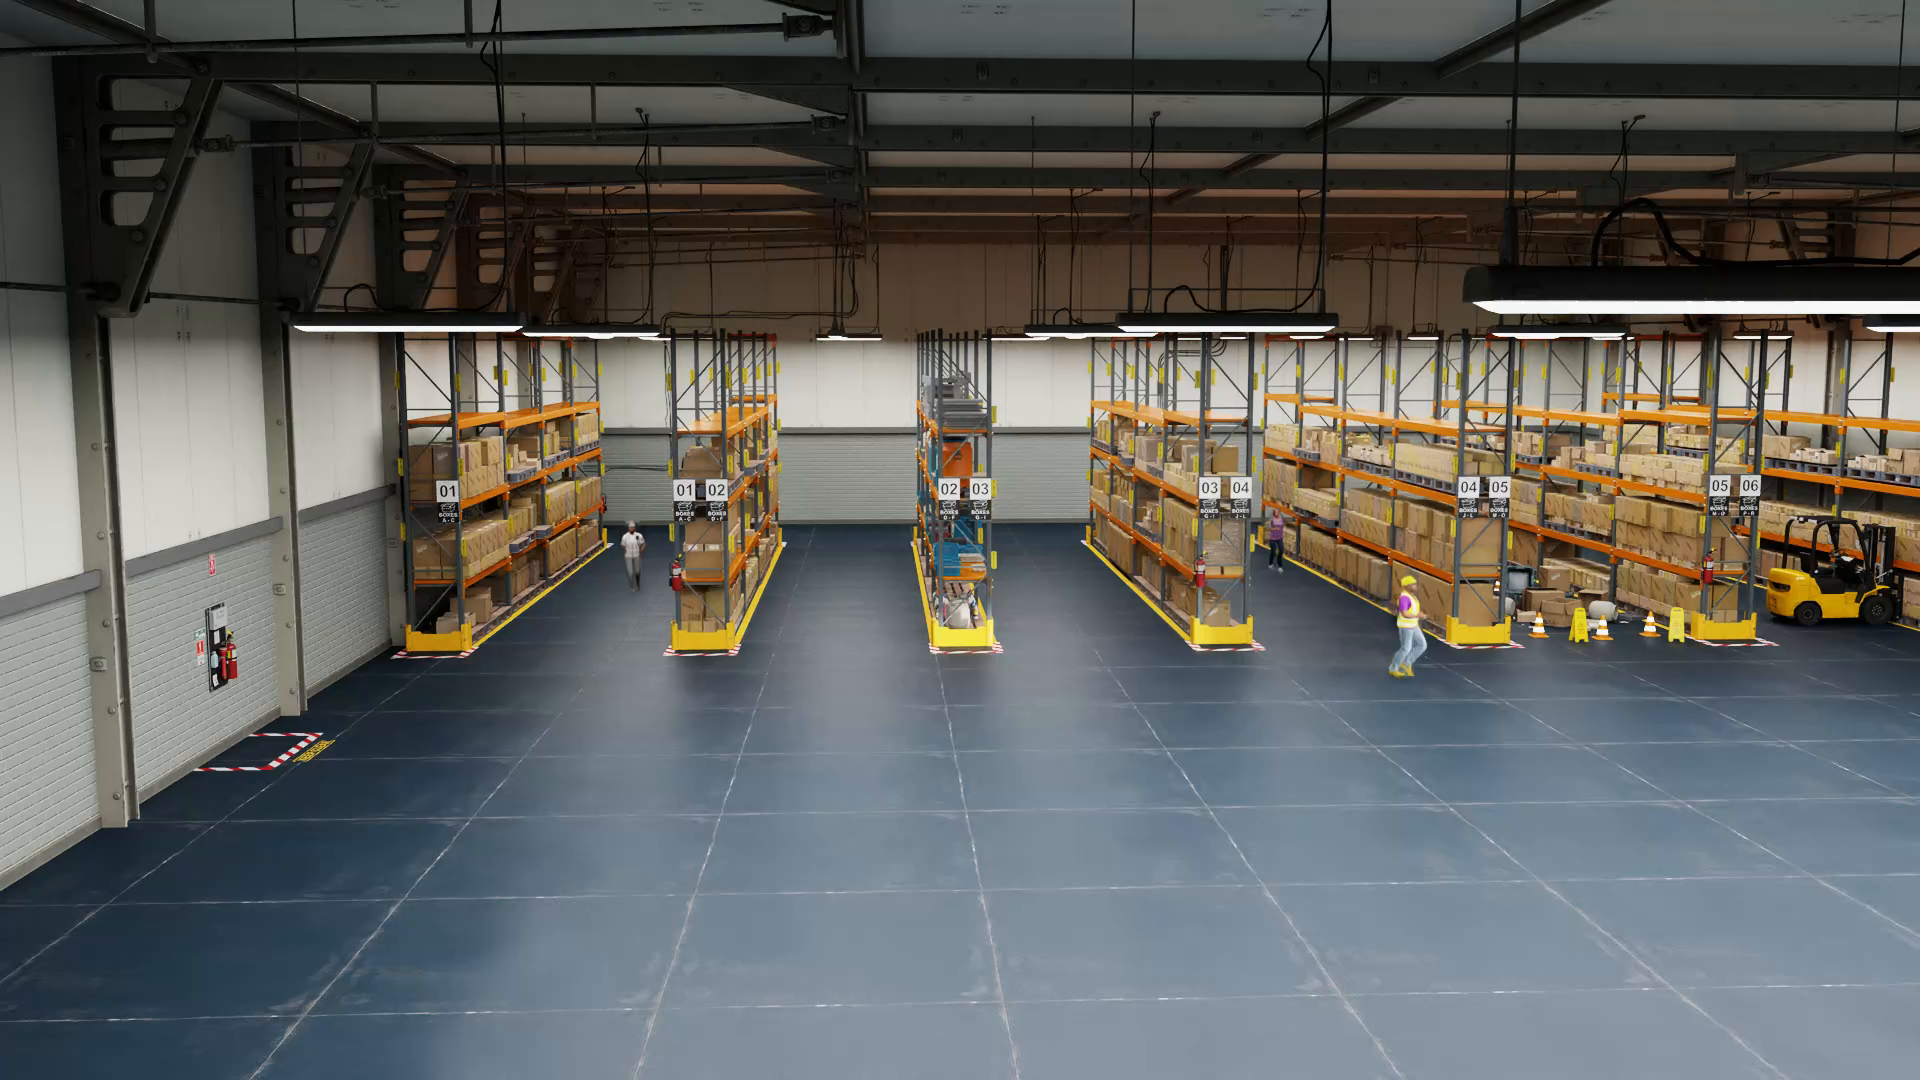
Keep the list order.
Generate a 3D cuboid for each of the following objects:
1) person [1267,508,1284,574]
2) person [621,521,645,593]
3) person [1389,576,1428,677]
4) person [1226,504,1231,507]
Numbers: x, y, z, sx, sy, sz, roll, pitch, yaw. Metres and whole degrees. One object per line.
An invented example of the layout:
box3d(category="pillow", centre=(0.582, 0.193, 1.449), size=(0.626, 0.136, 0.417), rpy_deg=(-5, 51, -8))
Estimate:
box3d(category="person", centre=(7.930, 0.012, 41.749), size=(0.522, 1.631, 0.700), rpy_deg=(-1, 7, -8))
box3d(category="person", centre=(-7.496, 0.399, 38.144), size=(0.563, 1.658, 0.572), rpy_deg=(-1, 7, -11))
box3d(category="person", centre=(7.698, 1.497, 28.461), size=(0.665, 1.772, 0.741), rpy_deg=(4, 8, 31))
box3d(category="person", centre=(7.805, -0.759, 48.484), size=(0.537, 1.587, 0.625), rpy_deg=(-3, 7, -26))
